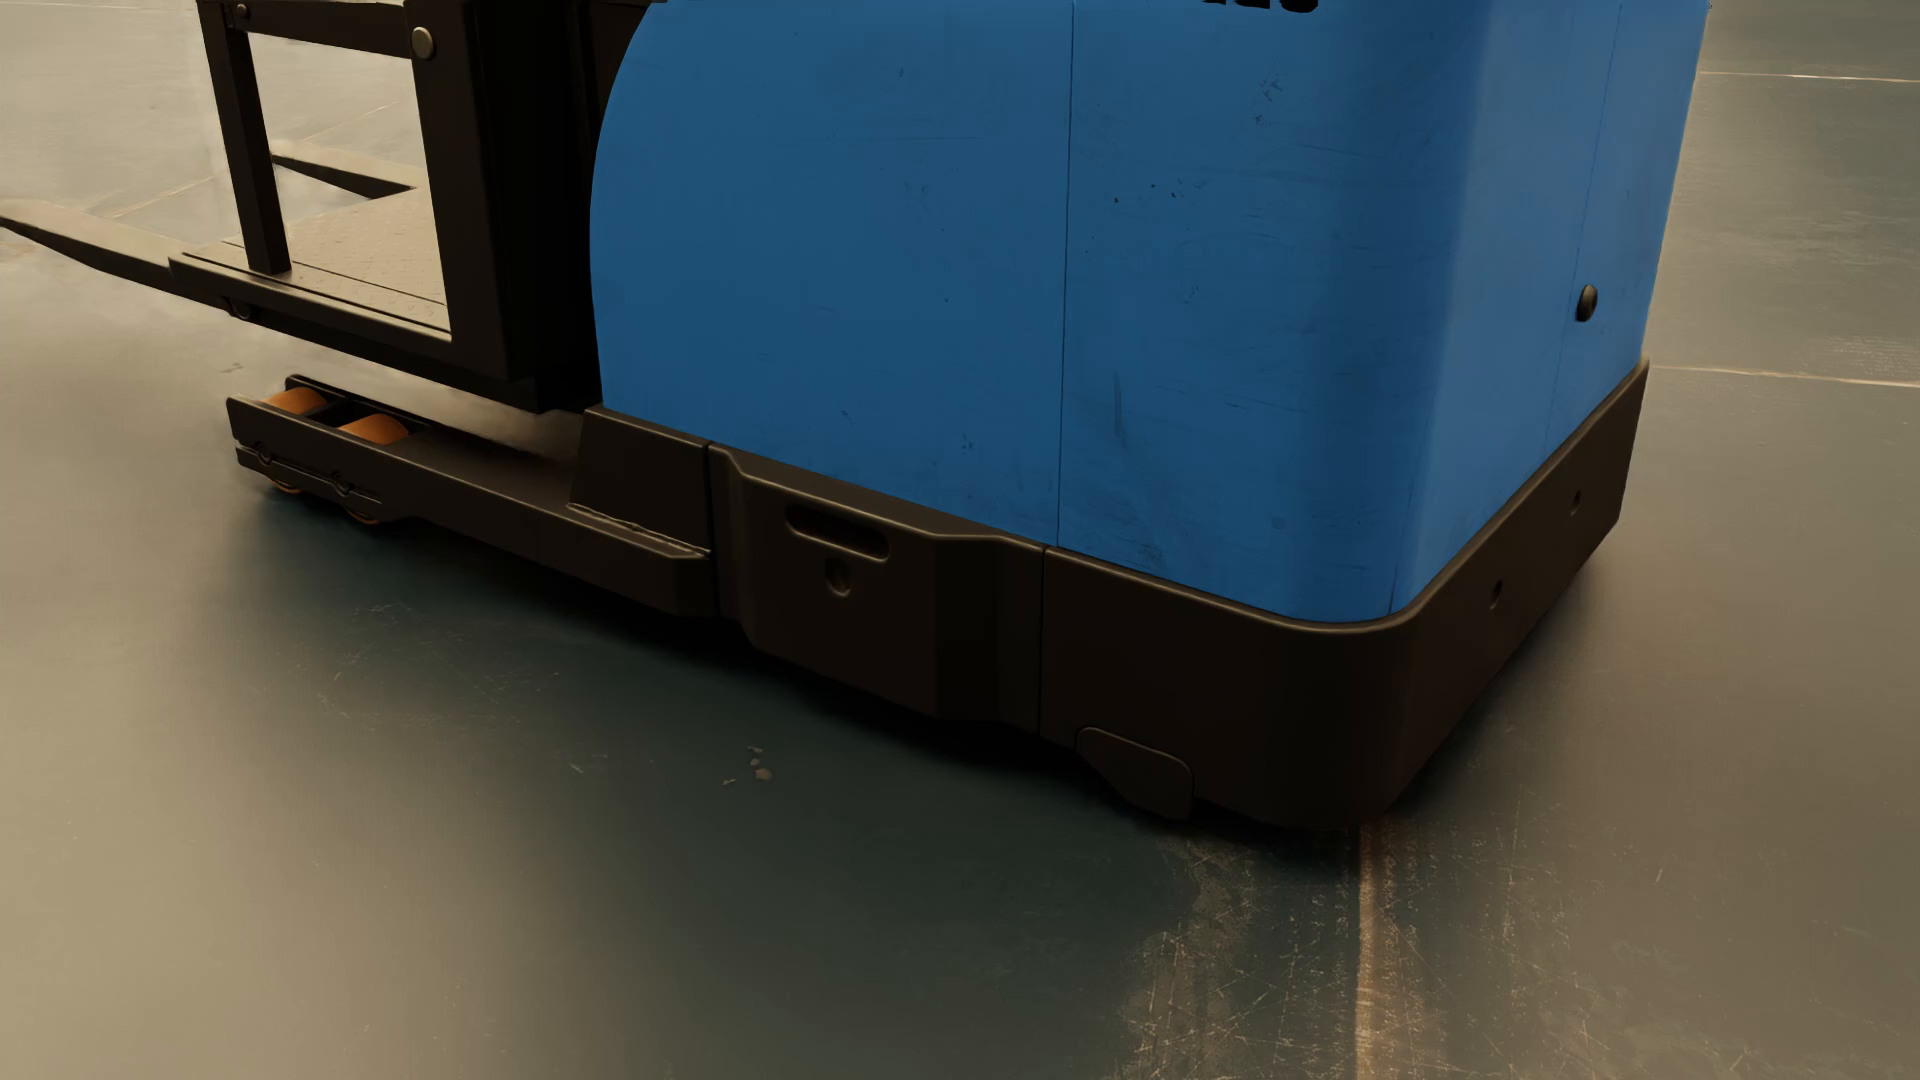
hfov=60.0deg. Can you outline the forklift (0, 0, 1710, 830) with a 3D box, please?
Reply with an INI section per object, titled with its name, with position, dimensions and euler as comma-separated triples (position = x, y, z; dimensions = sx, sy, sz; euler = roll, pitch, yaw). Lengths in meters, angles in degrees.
[forklift]
position = -0.537, -1.507, 2.233
dimensions = 3.031, 2.935, 1.130
euler = 18, 32, 31
